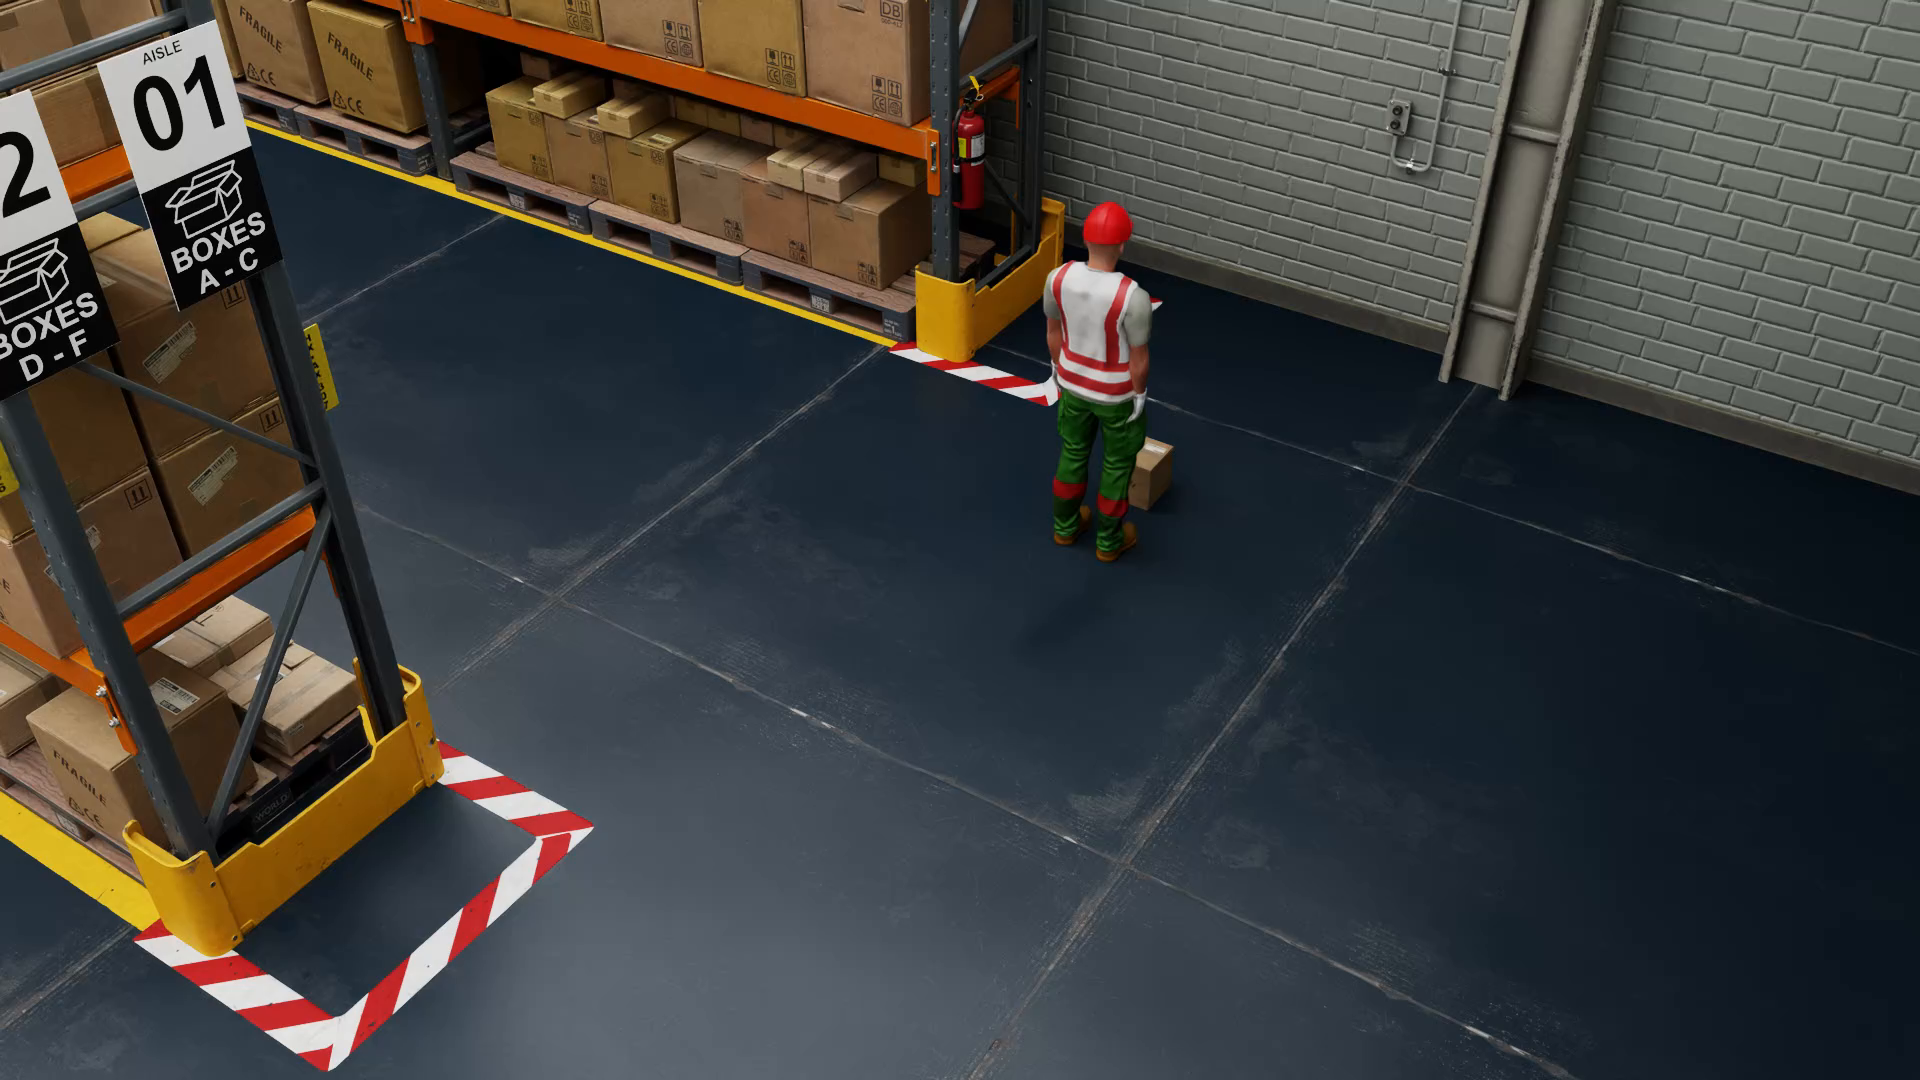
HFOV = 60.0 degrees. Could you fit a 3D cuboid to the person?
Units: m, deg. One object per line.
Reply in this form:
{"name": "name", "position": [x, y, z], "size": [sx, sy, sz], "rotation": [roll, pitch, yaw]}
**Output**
{"name": "person", "position": [0.628, -0.707, 7.570], "size": [0.527, 1.779, 0.347], "rotation": [22, 43, 26]}
